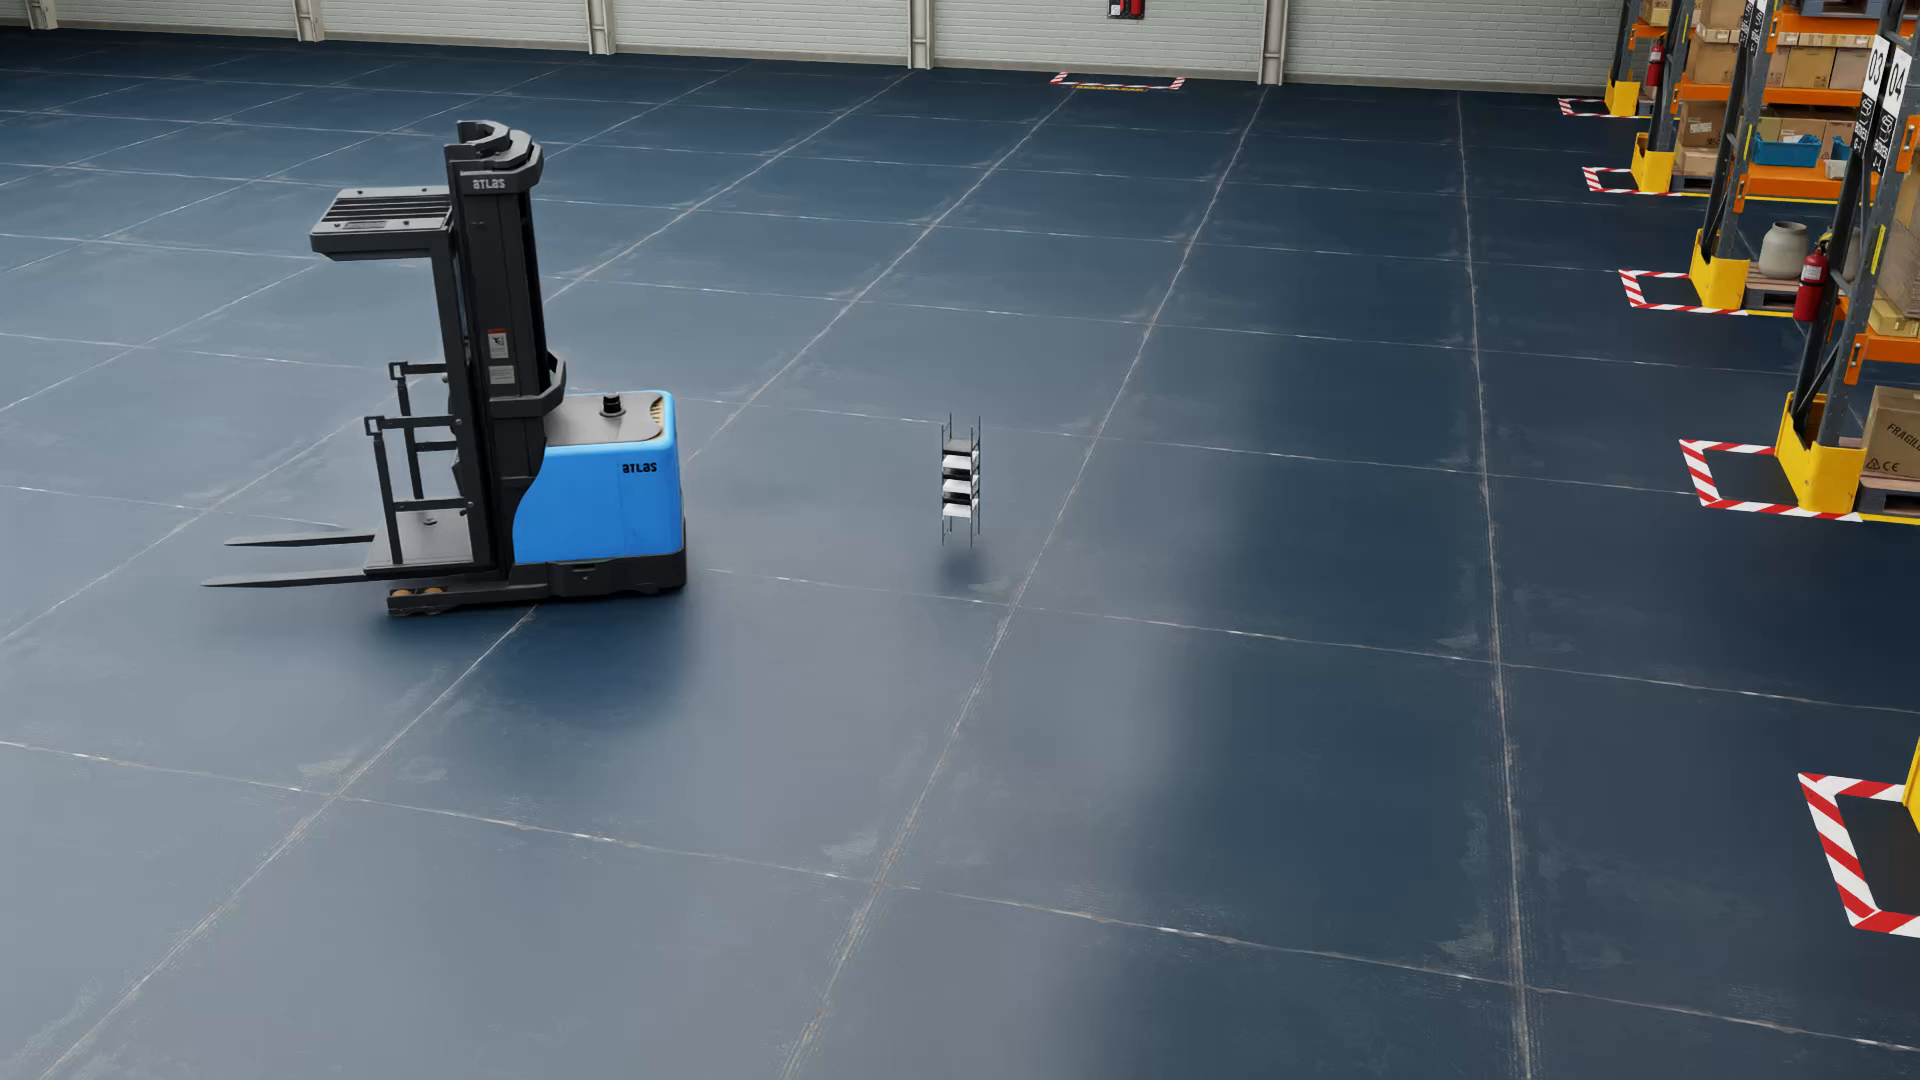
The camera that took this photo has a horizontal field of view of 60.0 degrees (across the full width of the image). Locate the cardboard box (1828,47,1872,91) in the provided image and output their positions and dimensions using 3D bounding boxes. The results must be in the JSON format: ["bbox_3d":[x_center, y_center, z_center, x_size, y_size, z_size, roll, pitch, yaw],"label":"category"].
[{"bbox_3d":[10.773,-5.751,20.106,0.500,0.500,0.700,7,26,15],"label":"cardboard box"}]

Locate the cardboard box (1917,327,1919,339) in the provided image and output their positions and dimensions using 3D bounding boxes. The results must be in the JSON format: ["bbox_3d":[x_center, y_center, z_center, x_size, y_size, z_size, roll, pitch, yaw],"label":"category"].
[{"bbox_3d":[6.807,-1.524,11.636,0.250,0.149,0.380,6,26,13],"label":"cardboard box"}]

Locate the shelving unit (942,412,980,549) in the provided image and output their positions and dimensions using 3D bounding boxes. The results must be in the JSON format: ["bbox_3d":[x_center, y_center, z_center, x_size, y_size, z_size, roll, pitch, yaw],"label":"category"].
[{"bbox_3d":[0.008,-0.405,11.436,0.210,0.900,0.258,6,26,13],"label":"shelving unit"}]

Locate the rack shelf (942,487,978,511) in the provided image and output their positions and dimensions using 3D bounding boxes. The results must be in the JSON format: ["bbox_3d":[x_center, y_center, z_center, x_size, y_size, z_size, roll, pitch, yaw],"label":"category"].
[{"bbox_3d":[0.008,-0.294,11.489,0.200,0.077,0.258,6,26,13],"label":"rack shelf"}]

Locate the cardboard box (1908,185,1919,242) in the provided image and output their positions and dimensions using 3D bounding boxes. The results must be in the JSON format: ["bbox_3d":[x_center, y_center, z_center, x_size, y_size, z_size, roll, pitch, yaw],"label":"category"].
[{"bbox_3d":[6.818,-2.261,11.265,0.500,0.500,0.500,6,26,13],"label":"cardboard box"}]

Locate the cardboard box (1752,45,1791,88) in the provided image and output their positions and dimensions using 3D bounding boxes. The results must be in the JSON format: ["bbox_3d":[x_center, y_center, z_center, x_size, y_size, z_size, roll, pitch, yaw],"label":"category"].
[{"bbox_3d":[9.783,-5.861,20.337,0.500,0.500,0.700,7,26,14],"label":"cardboard box"}]

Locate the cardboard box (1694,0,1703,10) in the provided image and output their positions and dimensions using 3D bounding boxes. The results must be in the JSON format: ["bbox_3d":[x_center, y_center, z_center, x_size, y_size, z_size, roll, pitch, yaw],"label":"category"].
[{"bbox_3d":[10.918,-8.035,24.298,0.500,0.500,0.500,6,26,13],"label":"cardboard box"}]

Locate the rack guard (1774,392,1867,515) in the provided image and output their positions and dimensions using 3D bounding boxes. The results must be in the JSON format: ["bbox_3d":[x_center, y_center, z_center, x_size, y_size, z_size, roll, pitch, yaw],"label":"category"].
[{"bbox_3d":[6.427,-0.665,12.448,0.348,0.500,1.175,6,26,13],"label":"rack guard"}]

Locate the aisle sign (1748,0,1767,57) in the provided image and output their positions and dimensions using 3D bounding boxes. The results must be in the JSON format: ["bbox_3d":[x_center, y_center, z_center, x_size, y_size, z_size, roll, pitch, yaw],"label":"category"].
[{"bbox_3d":[7.444,-4.924,15.460,0.004,0.787,0.394,6,26,13],"label":"aisle sign"}]

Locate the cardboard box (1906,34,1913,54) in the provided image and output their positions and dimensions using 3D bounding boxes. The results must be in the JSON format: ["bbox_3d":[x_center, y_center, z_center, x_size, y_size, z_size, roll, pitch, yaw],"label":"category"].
[{"bbox_3d":[6.700,-3.369,11.439,0.250,0.149,0.380,6,26,13],"label":"cardboard box"}]

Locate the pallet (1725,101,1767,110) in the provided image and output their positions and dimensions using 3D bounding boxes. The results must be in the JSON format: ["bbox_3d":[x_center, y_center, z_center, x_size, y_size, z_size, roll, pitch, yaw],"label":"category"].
[{"bbox_3d":[12.084,-6.488,25.014,1.213,0.211,1.003,6,26,13],"label":"pallet"}]

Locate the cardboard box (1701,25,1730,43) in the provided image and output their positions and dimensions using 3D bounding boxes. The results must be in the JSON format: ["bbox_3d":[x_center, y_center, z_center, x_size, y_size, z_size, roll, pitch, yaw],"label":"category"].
[{"bbox_3d":[9.151,-6.132,20.151,0.250,0.149,0.380,6,26,13],"label":"cardboard box"}]

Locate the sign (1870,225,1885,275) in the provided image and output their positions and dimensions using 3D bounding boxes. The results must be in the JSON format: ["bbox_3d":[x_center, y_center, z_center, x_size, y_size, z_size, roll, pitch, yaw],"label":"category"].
[{"bbox_3d":[6.218,-1.967,11.267,0.005,0.325,0.100,6,26,13],"label":"sign"}]

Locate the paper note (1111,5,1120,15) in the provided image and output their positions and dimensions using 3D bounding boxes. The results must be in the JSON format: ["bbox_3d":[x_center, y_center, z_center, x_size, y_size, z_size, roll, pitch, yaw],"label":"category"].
[{"bbox_3d":[2.599,-8.846,27.748,0.142,0.148,0.016,6,26,13],"label":"paper note"}]

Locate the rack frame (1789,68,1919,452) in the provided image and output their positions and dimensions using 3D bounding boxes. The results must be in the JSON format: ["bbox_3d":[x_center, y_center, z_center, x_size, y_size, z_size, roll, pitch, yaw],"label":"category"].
[{"bbox_3d":[6.353,-1.802,11.927,0.127,3.000,1.000,6,26,13],"label":"rack frame"}]

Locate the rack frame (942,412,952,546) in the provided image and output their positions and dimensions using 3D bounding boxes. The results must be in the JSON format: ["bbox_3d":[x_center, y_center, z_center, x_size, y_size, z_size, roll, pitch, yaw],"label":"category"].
[{"bbox_3d":[-0.091,-0.416,11.459,0.006,0.900,0.240,6,26,13],"label":"rack frame"}]

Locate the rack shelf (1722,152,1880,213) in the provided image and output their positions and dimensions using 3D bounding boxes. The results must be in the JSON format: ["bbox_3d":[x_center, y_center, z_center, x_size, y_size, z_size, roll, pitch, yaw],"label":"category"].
[{"bbox_3d":[9.524,-3.325,15.963,4.000,0.370,1.077,6,26,13],"label":"rack shelf"}]

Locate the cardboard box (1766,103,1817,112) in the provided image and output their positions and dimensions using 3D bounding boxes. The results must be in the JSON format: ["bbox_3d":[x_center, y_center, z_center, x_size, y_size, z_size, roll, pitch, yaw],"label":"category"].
[{"bbox_3d":[10.390,-5.178,20.856,0.500,0.500,0.500,6,26,13],"label":"cardboard box"}]

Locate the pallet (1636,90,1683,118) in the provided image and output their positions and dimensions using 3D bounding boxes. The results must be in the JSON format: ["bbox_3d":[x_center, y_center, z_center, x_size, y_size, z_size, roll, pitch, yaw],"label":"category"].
[{"bbox_3d":[10.906,-6.620,25.290,1.213,0.211,1.003,6,26,13],"label":"pallet"}]

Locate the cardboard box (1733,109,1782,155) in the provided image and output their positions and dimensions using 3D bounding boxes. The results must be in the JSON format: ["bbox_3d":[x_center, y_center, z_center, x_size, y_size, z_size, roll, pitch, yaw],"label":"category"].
[{"bbox_3d":[9.773,-5.010,20.503,0.500,0.500,0.500,6,26,13],"label":"cardboard box"}]

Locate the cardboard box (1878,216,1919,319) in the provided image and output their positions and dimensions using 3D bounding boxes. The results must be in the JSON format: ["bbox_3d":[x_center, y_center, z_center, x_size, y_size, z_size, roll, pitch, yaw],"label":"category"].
[{"bbox_3d":[6.879,-1.911,11.694,0.500,0.500,0.875,6,26,13],"label":"cardboard box"}]

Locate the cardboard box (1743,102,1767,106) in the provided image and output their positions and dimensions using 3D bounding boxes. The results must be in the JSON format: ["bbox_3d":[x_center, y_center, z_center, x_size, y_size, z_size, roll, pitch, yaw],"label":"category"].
[{"bbox_3d":[11.952,-6.787,24.793,0.500,0.500,0.700,5,26,10],"label":"cardboard box"}]

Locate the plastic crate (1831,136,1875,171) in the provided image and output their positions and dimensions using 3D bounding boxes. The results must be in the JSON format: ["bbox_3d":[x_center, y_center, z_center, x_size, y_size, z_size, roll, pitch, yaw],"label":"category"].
[{"bbox_3d":[8.774,-3.796,16.288,0.408,0.251,0.499,6,26,13],"label":"plastic crate"}]

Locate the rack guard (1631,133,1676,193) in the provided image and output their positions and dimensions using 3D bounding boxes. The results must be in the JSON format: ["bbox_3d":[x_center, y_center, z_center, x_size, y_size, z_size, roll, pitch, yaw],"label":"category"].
[{"bbox_3d":[8.801,-4.800,21.132,0.348,0.500,1.175,6,26,13],"label":"rack guard"}]

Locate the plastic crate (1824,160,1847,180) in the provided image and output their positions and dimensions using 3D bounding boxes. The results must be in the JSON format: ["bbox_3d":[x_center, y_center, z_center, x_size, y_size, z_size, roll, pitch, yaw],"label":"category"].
[{"bbox_3d":[8.373,-3.515,15.832,0.250,0.136,0.298,6,26,13],"label":"plastic crate"}]

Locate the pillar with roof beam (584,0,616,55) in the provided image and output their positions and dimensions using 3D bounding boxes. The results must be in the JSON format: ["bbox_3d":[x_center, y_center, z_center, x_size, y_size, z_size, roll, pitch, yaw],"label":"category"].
[{"bbox_3d":[-7.557,-11.117,24.514,0.400,9.000,9.100,6,26,13],"label":"pillar with roof beam"}]

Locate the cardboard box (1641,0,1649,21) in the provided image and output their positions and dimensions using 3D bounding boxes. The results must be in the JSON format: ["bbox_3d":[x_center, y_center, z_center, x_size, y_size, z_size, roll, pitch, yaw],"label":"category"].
[{"bbox_3d":[10.555,-7.960,25.014,0.500,0.250,0.500,7,26,14],"label":"cardboard box"}]

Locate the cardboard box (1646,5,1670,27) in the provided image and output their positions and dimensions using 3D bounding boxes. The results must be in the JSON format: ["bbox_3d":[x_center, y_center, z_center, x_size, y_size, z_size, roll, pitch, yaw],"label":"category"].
[{"bbox_3d":[10.448,-7.745,24.562,0.500,0.250,0.500,6,26,11],"label":"cardboard box"}]

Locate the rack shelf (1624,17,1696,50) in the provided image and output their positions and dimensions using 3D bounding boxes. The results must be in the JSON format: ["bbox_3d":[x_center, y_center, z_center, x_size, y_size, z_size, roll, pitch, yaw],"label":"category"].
[{"bbox_3d":[11.991,-7.450,24.626,4.000,0.370,1.077,6,26,13],"label":"rack shelf"}]

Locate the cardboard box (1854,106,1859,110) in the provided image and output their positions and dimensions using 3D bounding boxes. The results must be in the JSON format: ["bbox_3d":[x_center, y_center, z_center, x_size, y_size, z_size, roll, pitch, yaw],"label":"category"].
[{"bbox_3d":[11.358,-5.071,20.632,0.500,0.500,0.500,6,26,13],"label":"cardboard box"}]

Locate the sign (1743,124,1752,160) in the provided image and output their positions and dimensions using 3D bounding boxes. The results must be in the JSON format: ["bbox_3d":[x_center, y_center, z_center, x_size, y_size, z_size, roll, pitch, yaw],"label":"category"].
[{"bbox_3d":[7.446,-3.760,15.719,0.005,0.325,0.100,6,26,13],"label":"sign"}]

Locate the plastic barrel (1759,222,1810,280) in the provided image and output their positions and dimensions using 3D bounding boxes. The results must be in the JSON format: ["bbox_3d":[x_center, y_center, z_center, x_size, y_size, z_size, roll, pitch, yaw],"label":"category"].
[{"bbox_3d":[8.243,-2.892,16.622,0.421,0.512,0.421,0,25,0],"label":"plastic barrel"}]

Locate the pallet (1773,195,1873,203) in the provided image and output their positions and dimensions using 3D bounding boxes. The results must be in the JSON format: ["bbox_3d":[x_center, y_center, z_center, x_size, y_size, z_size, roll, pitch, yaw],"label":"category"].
[{"bbox_3d":[10.753,-4.471,20.777,1.213,0.211,1.003,6,26,13],"label":"pallet"}]

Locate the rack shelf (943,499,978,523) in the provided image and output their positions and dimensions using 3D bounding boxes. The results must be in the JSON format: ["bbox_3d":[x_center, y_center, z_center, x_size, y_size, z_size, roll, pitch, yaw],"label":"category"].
[{"bbox_3d":[0.008,-0.213,11.528,0.200,0.077,0.258,6,26,13],"label":"rack shelf"}]

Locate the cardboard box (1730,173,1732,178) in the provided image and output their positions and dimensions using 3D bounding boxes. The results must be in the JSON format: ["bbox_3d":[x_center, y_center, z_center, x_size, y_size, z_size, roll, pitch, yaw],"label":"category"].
[{"bbox_3d":[9.773,-4.672,20.665,0.500,0.250,0.500,6,26,13],"label":"cardboard box"}]

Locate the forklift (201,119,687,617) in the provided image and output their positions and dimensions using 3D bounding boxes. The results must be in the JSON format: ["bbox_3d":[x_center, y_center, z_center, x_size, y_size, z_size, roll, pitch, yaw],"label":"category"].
[{"bbox_3d":[-3.358,-1.079,10.489,3.031,2.935,1.130,-4,26,-8],"label":"forklift"}]

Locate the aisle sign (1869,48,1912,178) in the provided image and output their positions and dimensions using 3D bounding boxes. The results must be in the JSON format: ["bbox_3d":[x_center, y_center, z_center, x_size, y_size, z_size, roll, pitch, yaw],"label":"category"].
[{"bbox_3d":[6.219,-2.858,11.120,0.004,0.787,0.394,6,26,13],"label":"aisle sign"}]

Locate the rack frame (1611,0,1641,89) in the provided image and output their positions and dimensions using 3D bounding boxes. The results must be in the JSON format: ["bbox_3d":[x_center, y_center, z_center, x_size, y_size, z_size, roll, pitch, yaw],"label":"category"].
[{"bbox_3d":[10.054,-7.988,24.922,0.127,3.000,1.000,6,26,13],"label":"rack frame"}]

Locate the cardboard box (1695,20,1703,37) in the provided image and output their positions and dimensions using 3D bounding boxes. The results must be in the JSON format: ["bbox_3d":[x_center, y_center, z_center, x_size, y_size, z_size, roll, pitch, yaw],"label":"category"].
[{"bbox_3d":[9.242,-6.302,20.509,0.250,0.149,0.380,6,26,12],"label":"cardboard box"}]

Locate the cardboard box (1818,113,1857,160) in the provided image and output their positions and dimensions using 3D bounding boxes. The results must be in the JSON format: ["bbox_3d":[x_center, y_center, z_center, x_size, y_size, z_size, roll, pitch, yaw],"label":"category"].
[{"bbox_3d":[10.740,-4.901,20.274,0.500,0.500,0.500,6,26,13],"label":"cardboard box"}]

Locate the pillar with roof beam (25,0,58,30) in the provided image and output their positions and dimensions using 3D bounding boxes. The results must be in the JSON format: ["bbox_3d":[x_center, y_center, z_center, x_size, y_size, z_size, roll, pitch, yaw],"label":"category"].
[{"bbox_3d":[-19.179,-12.402,27.213,0.400,9.000,9.100,6,26,13],"label":"pillar with roof beam"}]

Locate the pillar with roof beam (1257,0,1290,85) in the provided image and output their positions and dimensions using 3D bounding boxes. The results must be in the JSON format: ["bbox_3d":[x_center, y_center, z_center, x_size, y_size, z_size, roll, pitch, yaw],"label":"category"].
[{"bbox_3d":[4.065,-9.832,21.816,0.400,9.000,9.100,6,26,13],"label":"pillar with roof beam"}]

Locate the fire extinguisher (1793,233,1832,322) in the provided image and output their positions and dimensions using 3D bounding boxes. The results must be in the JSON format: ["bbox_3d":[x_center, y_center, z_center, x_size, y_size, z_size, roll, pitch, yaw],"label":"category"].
[{"bbox_3d":[6.357,-1.971,12.373,0.183,0.674,0.296,6,26,13],"label":"fire extinguisher"}]

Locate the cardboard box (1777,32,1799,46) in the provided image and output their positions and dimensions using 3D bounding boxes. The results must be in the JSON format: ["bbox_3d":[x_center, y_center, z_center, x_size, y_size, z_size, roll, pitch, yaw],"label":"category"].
[{"bbox_3d":[9.892,-6.050,19.978,0.250,0.149,0.380,6,26,12],"label":"cardboard box"}]

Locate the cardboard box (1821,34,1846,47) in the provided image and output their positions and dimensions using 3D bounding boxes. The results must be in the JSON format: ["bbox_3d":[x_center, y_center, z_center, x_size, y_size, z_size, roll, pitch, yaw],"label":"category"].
[{"bbox_3d":[10.398,-5.995,19.864,0.250,0.149,0.380,6,26,12],"label":"cardboard box"}]

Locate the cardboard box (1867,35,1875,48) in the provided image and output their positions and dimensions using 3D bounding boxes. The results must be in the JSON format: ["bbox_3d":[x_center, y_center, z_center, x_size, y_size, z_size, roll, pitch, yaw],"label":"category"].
[{"bbox_3d":[10.894,-5.939,19.746,0.250,0.149,0.380,7,26,15],"label":"cardboard box"}]

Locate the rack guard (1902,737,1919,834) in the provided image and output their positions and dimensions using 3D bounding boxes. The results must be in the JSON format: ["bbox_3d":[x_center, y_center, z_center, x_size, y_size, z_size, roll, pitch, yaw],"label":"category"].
[{"bbox_3d":[4.997,1.378,8.155,0.348,0.500,1.175,6,26,13],"label":"rack guard"}]

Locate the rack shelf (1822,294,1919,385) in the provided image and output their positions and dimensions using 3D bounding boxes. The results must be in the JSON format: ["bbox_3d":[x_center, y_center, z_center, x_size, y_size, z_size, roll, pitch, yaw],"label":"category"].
[{"bbox_3d":[8.290,-1.263,11.632,4.000,0.370,1.077,6,26,13],"label":"rack shelf"}]

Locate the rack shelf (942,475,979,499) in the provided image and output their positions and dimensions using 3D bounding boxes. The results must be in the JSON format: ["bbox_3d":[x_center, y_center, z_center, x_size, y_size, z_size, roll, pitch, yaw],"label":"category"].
[{"bbox_3d":[0.008,-0.375,11.451,0.200,0.077,0.258,6,26,13],"label":"rack shelf"}]
